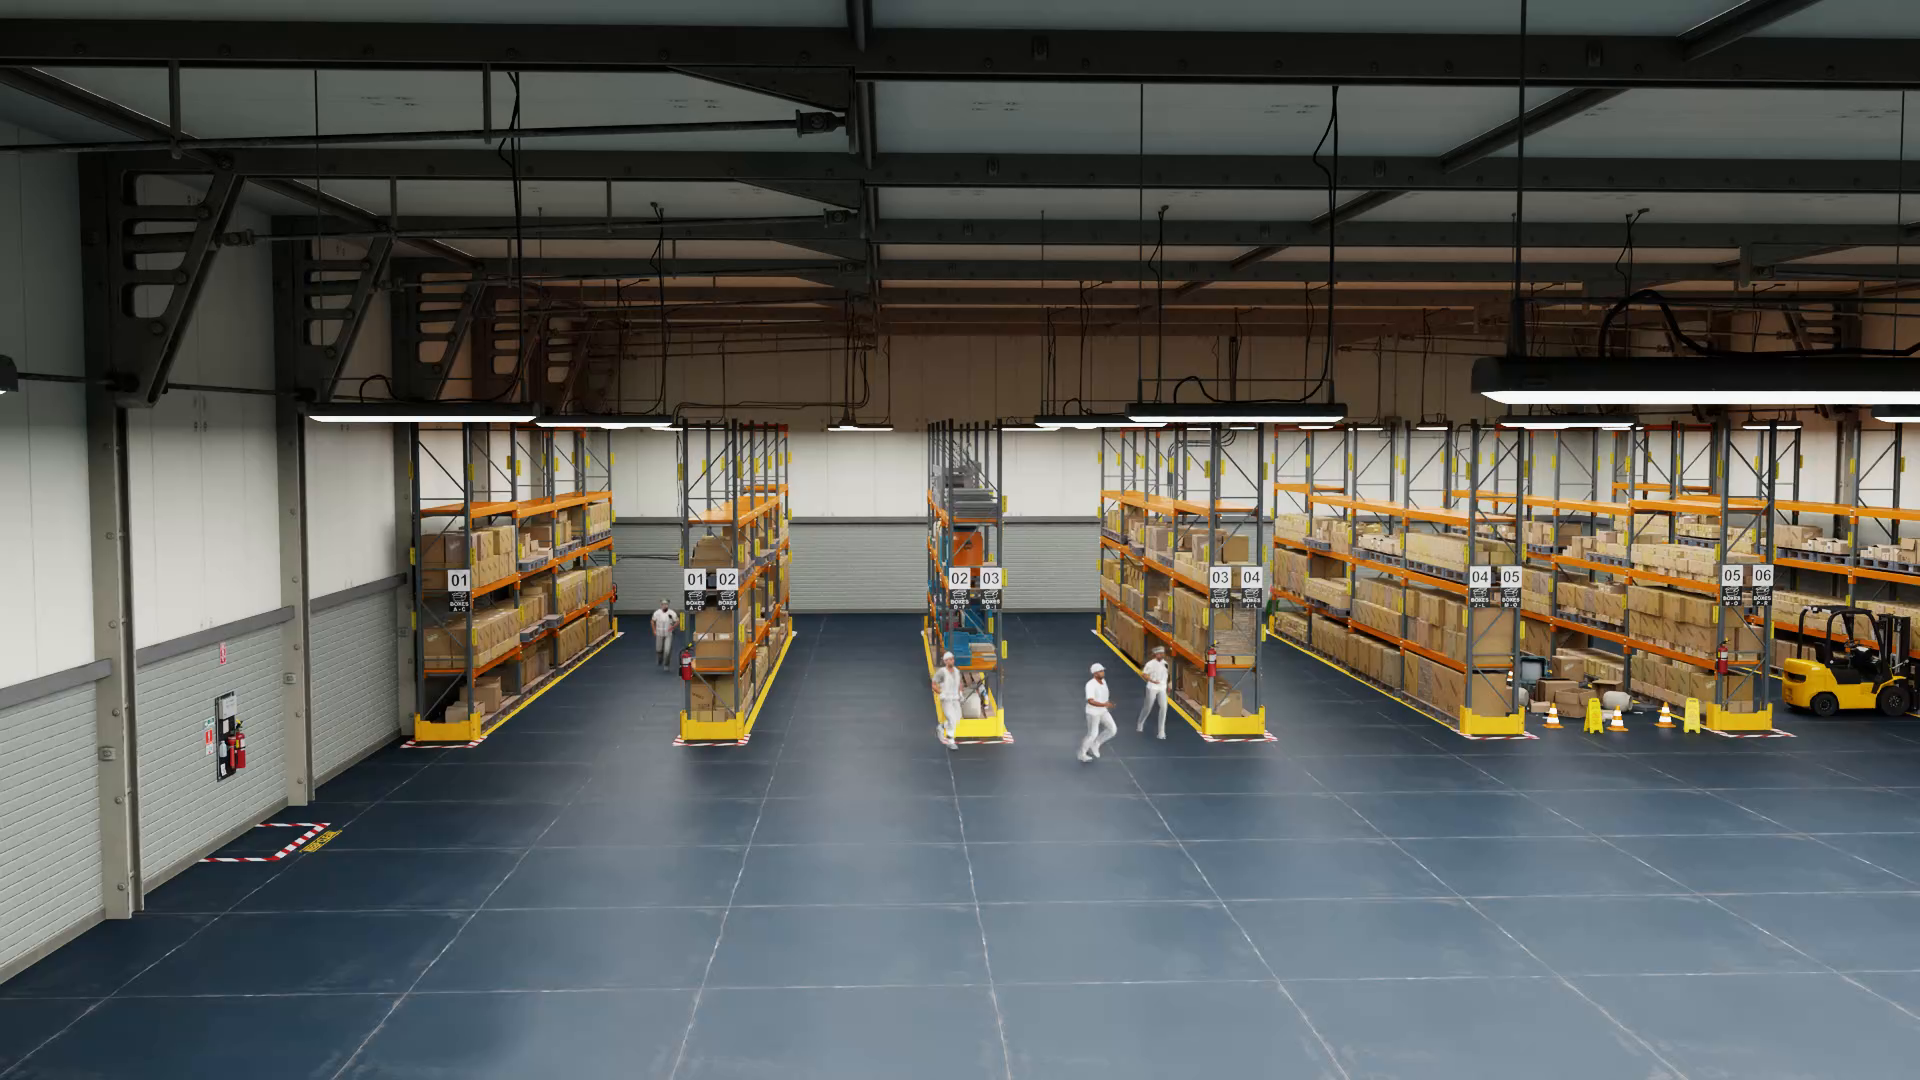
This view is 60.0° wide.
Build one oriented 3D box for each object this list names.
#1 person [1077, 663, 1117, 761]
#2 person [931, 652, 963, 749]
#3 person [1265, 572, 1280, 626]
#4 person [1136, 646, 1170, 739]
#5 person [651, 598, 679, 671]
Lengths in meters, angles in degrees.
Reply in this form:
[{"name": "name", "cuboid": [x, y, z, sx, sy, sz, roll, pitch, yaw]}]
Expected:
[{"name": "person", "cuboid": [2.416, 2.989, 28.916, 0.782, 1.712, 0.719, 3, 5, 36]}, {"name": "person", "cuboid": [-0.234, 2.908, 30.308, 0.675, 1.739, 0.657, -3, 5, -42]}, {"name": "person", "cuboid": [9.356, 1.746, 49.095, 0.821, 1.768, 0.763, 0, 4, 4]}, {"name": "person", "cuboid": [3.749, 2.860, 31.540, 0.640, 1.713, 0.861, -1, 4, -18]}, {"name": "person", "cuboid": [-7.142, 2.283, 40.190, 0.679, 1.755, 0.611, 0, 4, -3]}]
